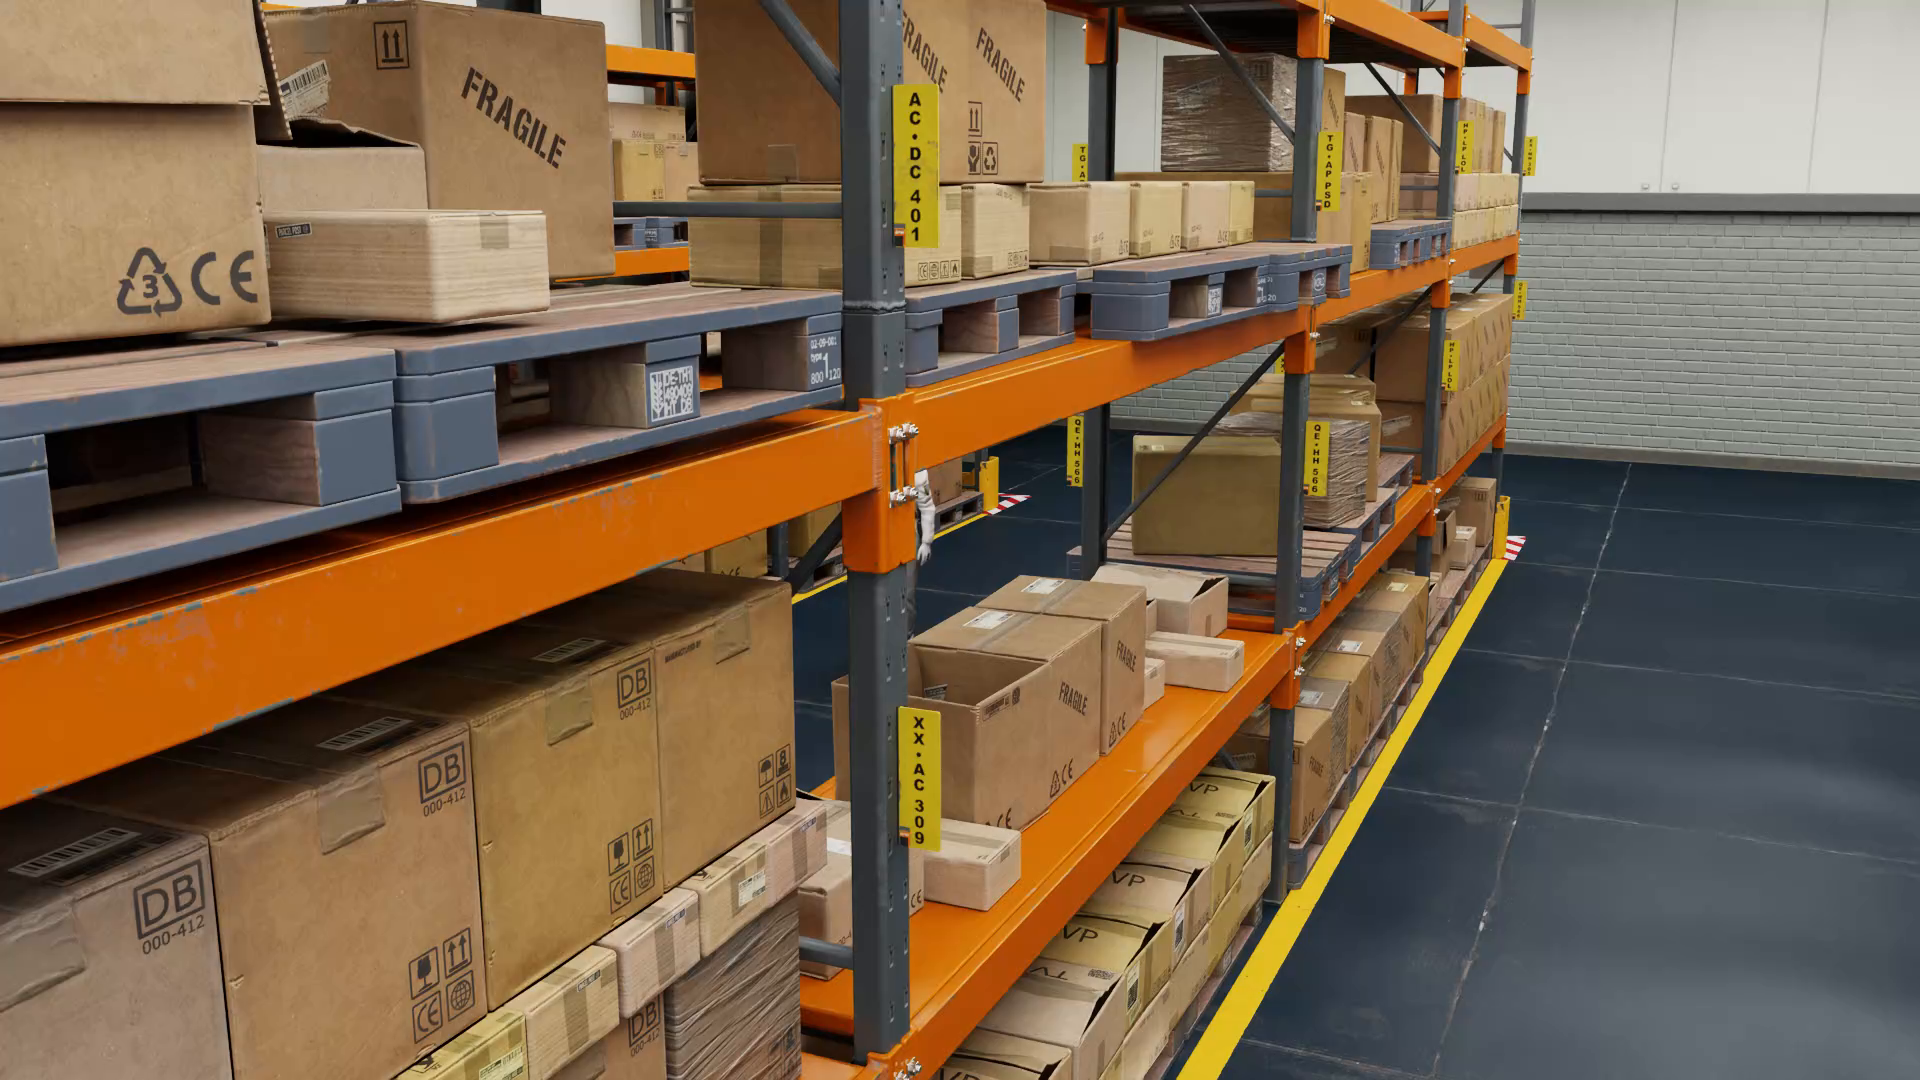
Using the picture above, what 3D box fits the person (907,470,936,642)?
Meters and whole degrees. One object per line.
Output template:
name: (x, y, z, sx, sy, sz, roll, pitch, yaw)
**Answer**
person: (-0.444, 0.015, 11.383, 0.547, 1.666, 0.412, 5, 13, 20)
